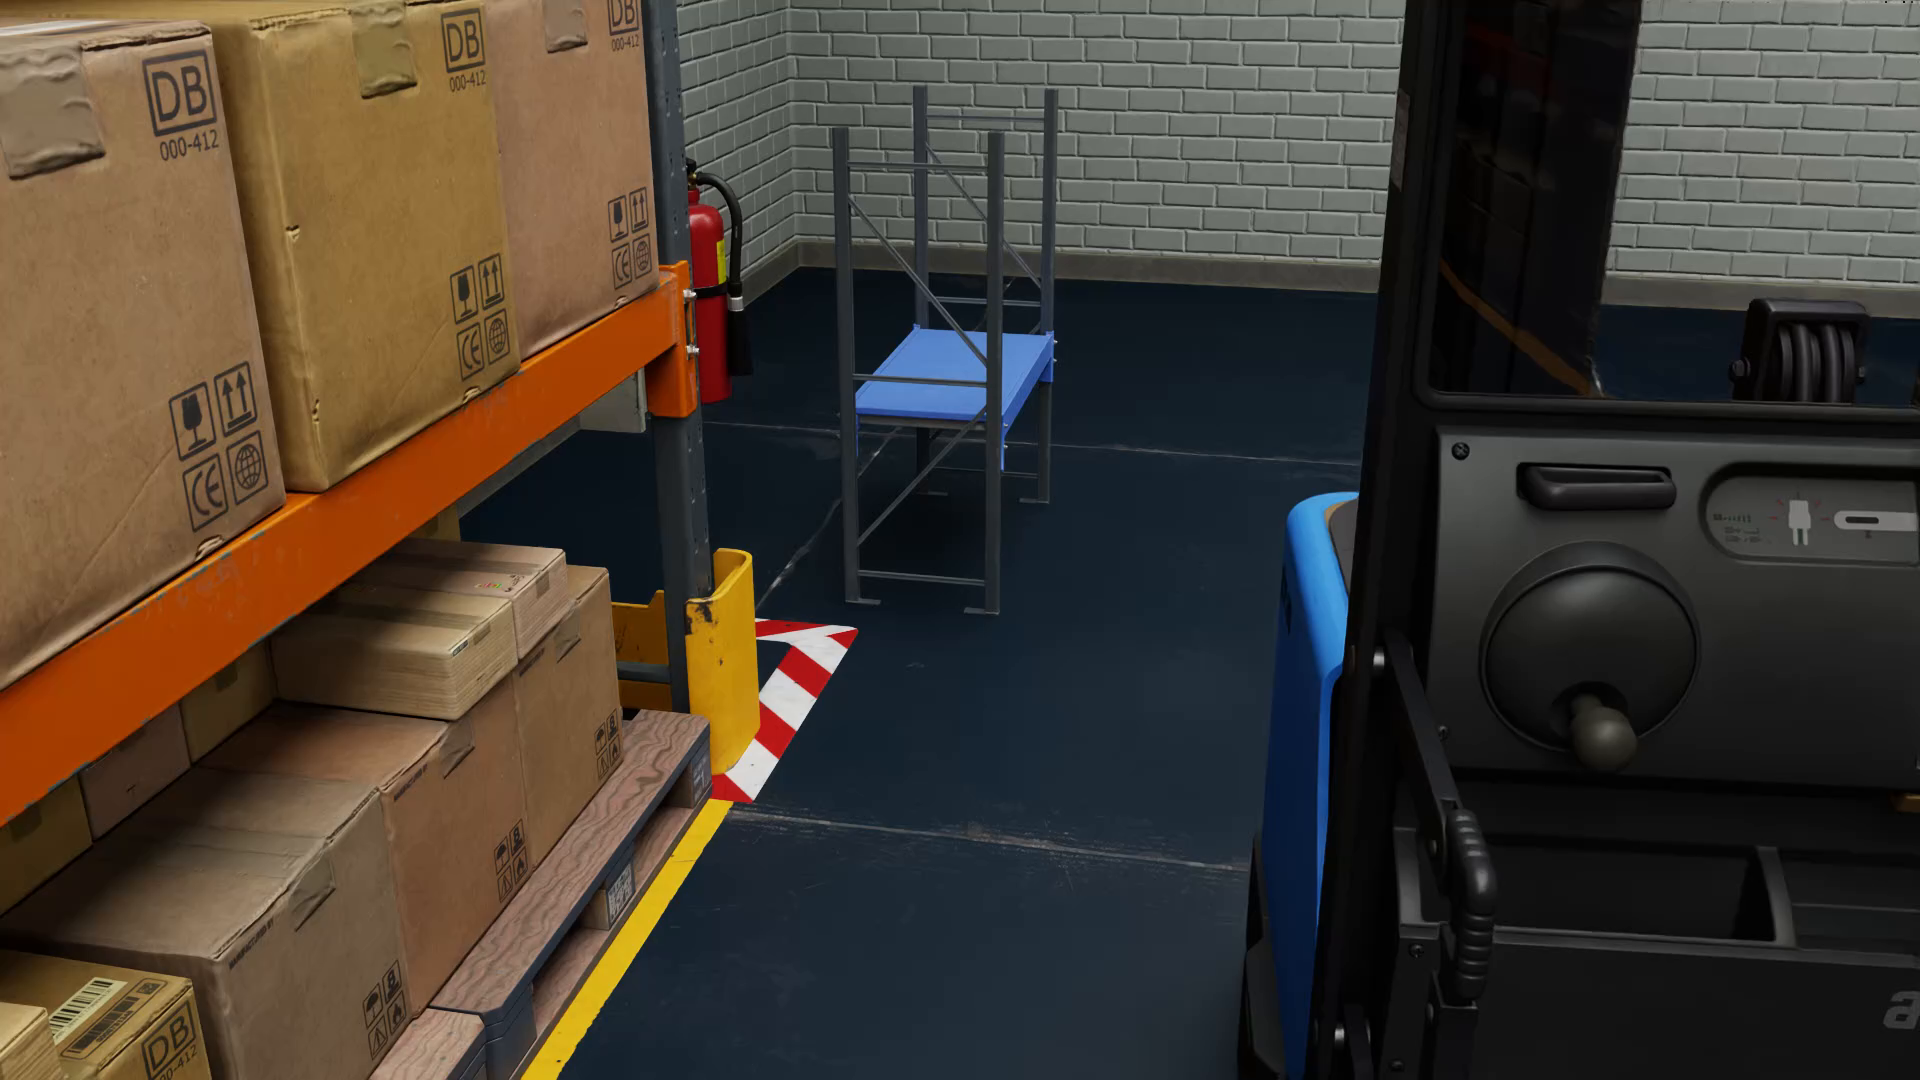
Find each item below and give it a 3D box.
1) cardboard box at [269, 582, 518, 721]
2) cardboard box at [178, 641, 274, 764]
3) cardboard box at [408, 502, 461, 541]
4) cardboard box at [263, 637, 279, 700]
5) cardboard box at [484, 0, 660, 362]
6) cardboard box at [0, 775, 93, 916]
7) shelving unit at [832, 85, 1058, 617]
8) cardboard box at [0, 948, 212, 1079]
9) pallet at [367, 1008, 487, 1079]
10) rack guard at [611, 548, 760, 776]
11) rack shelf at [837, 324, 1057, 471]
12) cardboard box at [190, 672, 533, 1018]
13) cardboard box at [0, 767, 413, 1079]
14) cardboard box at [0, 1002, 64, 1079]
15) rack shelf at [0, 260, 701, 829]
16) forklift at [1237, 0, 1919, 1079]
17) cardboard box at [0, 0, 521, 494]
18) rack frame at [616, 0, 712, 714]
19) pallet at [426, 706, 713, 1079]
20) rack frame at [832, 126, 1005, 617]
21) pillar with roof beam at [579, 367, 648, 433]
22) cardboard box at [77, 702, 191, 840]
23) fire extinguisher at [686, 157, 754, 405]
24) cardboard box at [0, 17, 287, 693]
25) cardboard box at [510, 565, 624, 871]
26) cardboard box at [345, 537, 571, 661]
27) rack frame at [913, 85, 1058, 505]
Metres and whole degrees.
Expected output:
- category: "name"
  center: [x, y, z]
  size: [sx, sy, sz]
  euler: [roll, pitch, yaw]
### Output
- category: "cardboard box"
  center: [-1.094, 0.212, 3.228]
  size: [0.380, 0.149, 0.250]
  euler: [5, 22, 12]
- category: "cardboard box"
  center: [-1.519, 0.273, 3.076]
  size: [0.380, 0.149, 0.250]
  euler: [5, 22, 11]
- category: "cardboard box"
  center: [-1.365, -0.004, 3.763]
  size: [0.380, 0.149, 0.250]
  euler: [5, 22, 11]
- category: "cardboard box"
  center: [-1.468, 0.182, 3.303]
  size: [0.380, 0.149, 0.250]
  euler: [5, 22, 11]
- category: "cardboard box"
  center: [-1.244, -0.822, 3.478]
  size: [0.980, 0.700, 0.700]
  euler: [5, 23, 13]
- category: "cardboard box"
  center: [-1.622, 0.460, 2.611]
  size: [0.380, 0.149, 0.250]
  euler: [5, 22, 11]
- category: "shelving unit"
  center: [-0.017, -0.665, 5.496]
  size: [0.538, 1.500, 1.048]
  euler: [4, 22, 11]
- category: "cardboard box"
  center: [-1.500, 0.921, 2.336]
  size: [0.700, 0.500, 0.500]
  euler: [5, 22, 12]
- category: "pallet"
  center: [-1.488, 1.167, 2.675]
  size: [1.003, 0.211, 1.213]
  euler: [4, 22, 11]
- category: "rack guard"
  center: [-1.145, 0.281, 4.488]
  size: [1.175, 0.500, 0.348]
  euler: [4, 22, 11]
- category: "rack shelf"
  center: [-0.017, -0.498, 5.563]
  size: [0.538, 0.185, 1.000]
  euler: [4, 22, 11]
- category: "cardboard box"
  center: [-1.297, 0.541, 3.279]
  size: [0.700, 0.500, 0.500]
  euler: [4, 22, 11]
- category: "cardboard box"
  center: [-1.399, 0.725, 2.822]
  size: [0.700, 0.500, 0.500]
  euler: [4, 22, 9]
- category: "cardboard box"
  center: [-1.358, 0.689, 2.044]
  size: [0.380, 0.149, 0.250]
  euler: [4, 22, 9]
- category: "rack shelf"
  center: [-1.558, 0.195, 2.317]
  size: [1.077, 0.370, 4.000]
  euler: [4, 22, 11]
- category: "forklift"
  center: [0.988, 0.101, 1.678]
  size: [1.130, 2.935, 3.031]
  euler: [2, 22, 5]
- category: "cardboard box"
  center: [-1.382, -0.555, 2.815]
  size: [0.980, 0.700, 0.700]
  euler: [4, 22, 10]
- category: "rack frame"
  center: [-1.150, -0.870, 3.999]
  size: [1.000, 3.000, 0.127]
  euler: [4, 22, 11]
- category: "pallet"
  center: [-1.236, 0.722, 3.779]
  size: [1.003, 0.211, 1.213]
  euler: [4, 22, 11]
- category: "rack frame"
  center: [-0.121, -0.479, 5.034]
  size: [0.500, 1.500, 0.032]
  euler: [4, 22, 11]
- category: "pillar with roof beam"
  center: [2.769, -4.378, 4.679]
  size: [9.100, 9.000, 0.400]
  euler: [4, 22, 11]
- category: "cardboard box"
  center: [-1.570, 0.366, 2.845]
  size: [0.380, 0.149, 0.250]
  euler: [5, 22, 12]
- category: "fire extinguisher"
  center: [-0.667, -0.681, 4.133]
  size: [0.296, 0.674, 0.183]
  euler: [4, 22, 11]
- category: "cardboard box"
  center: [-1.546, -0.277, 2.125]
  size: [0.980, 0.700, 0.700]
  euler: [3, 22, 8]
- category: "cardboard box"
  center: [-1.195, 0.358, 3.733]
  size: [0.700, 0.500, 0.500]
  euler: [4, 22, 11]
- category: "cardboard box"
  center: [-1.043, 0.118, 3.461]
  size: [0.380, 0.149, 0.250]
  euler: [4, 22, 10]
- category: "rack frame"
  center: [0.086, -0.850, 5.958]
  size: [0.500, 1.500, 0.032]
  euler: [4, 22, 11]
